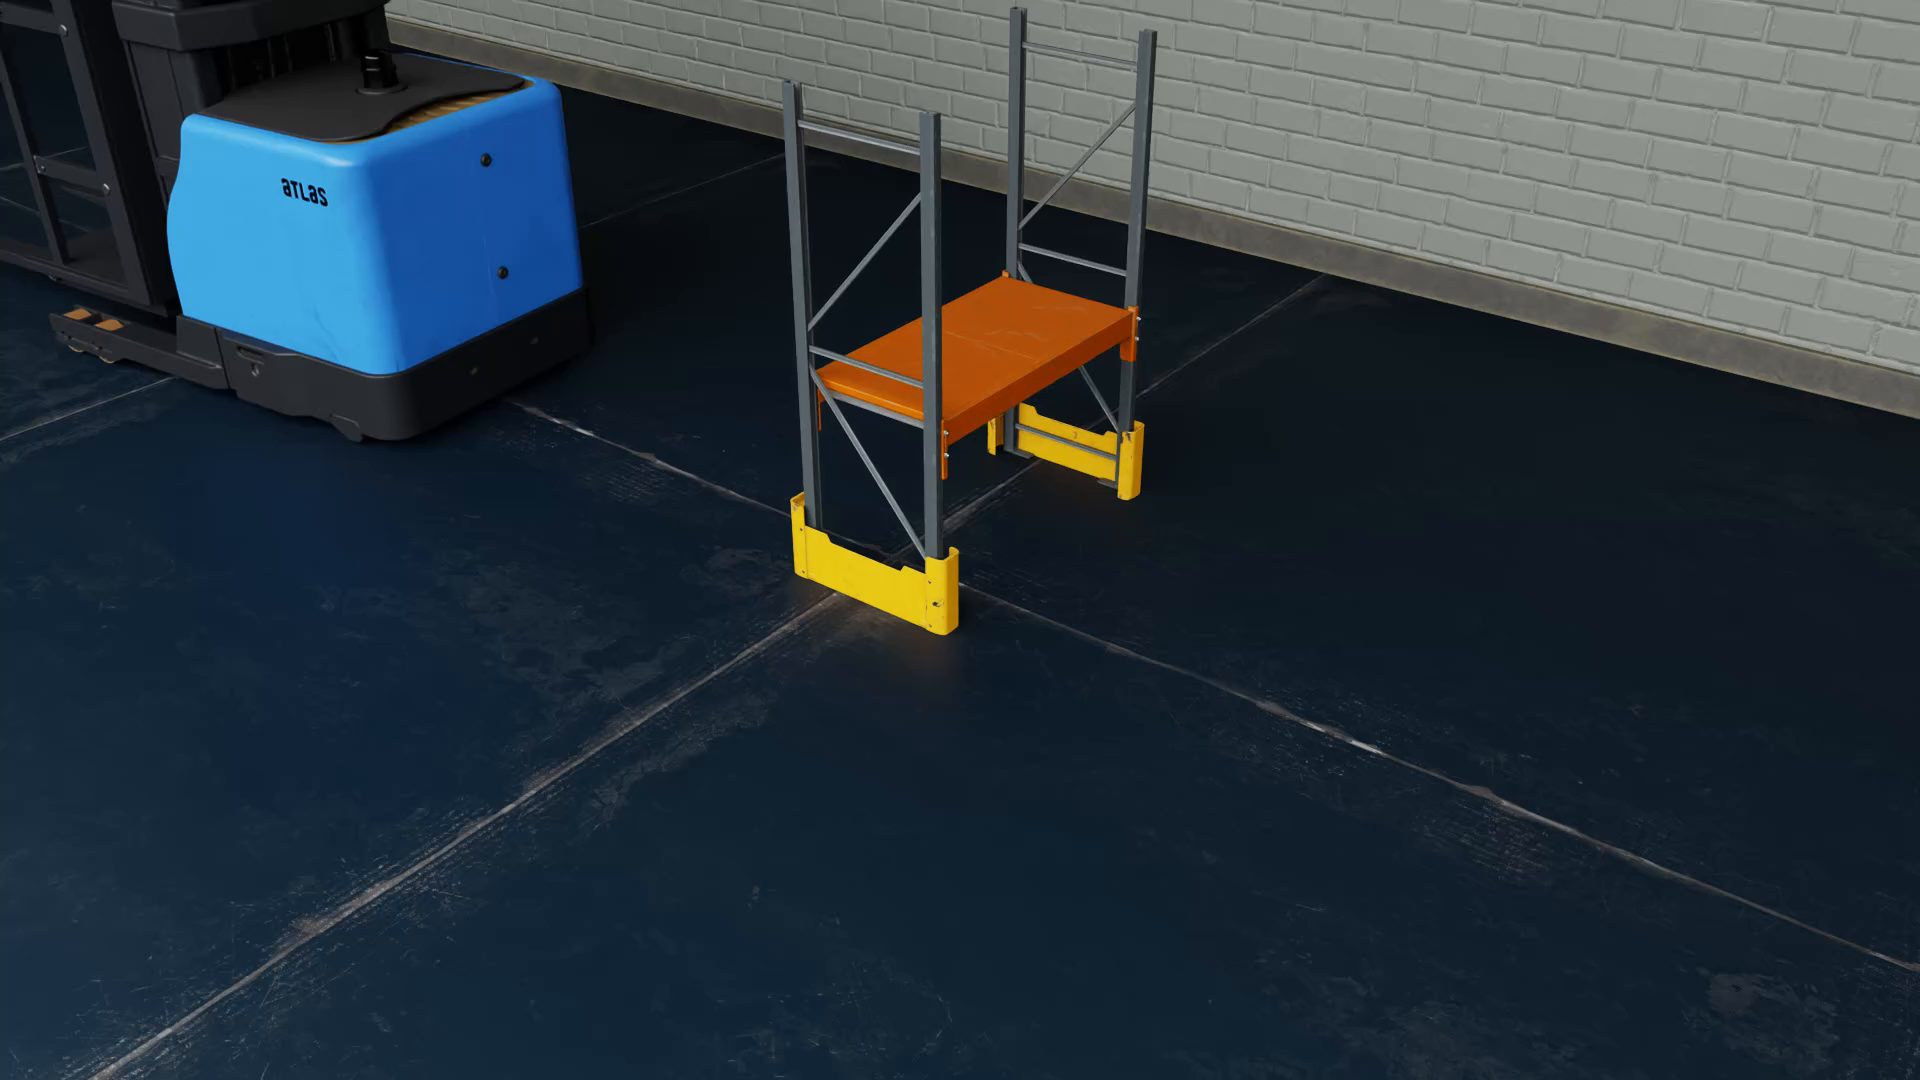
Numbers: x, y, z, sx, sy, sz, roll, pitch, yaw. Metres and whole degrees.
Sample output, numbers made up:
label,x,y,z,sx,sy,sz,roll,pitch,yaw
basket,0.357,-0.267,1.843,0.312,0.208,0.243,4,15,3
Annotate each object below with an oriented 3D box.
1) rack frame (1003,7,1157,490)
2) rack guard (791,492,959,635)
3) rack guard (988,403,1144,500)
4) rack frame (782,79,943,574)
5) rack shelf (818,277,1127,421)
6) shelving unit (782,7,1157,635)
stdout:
label,x,y,z,sx,sy,sz,roll,pitch,yaw
rack frame,0.358,-0.887,5.275,0.500,1.500,0.032,21,37,31
rack guard,-0.255,0.064,4.897,0.587,0.250,0.087,21,37,31
rack guard,0.347,-0.341,5.580,0.587,0.250,0.087,21,37,31
rack frame,-0.255,-0.473,4.577,0.500,1.500,0.032,21,37,31
rack shelf,0.052,-0.583,4.984,0.459,0.026,0.952,21,37,31
shelving unit,0.046,-0.676,4.920,0.587,1.500,1.083,21,37,31
